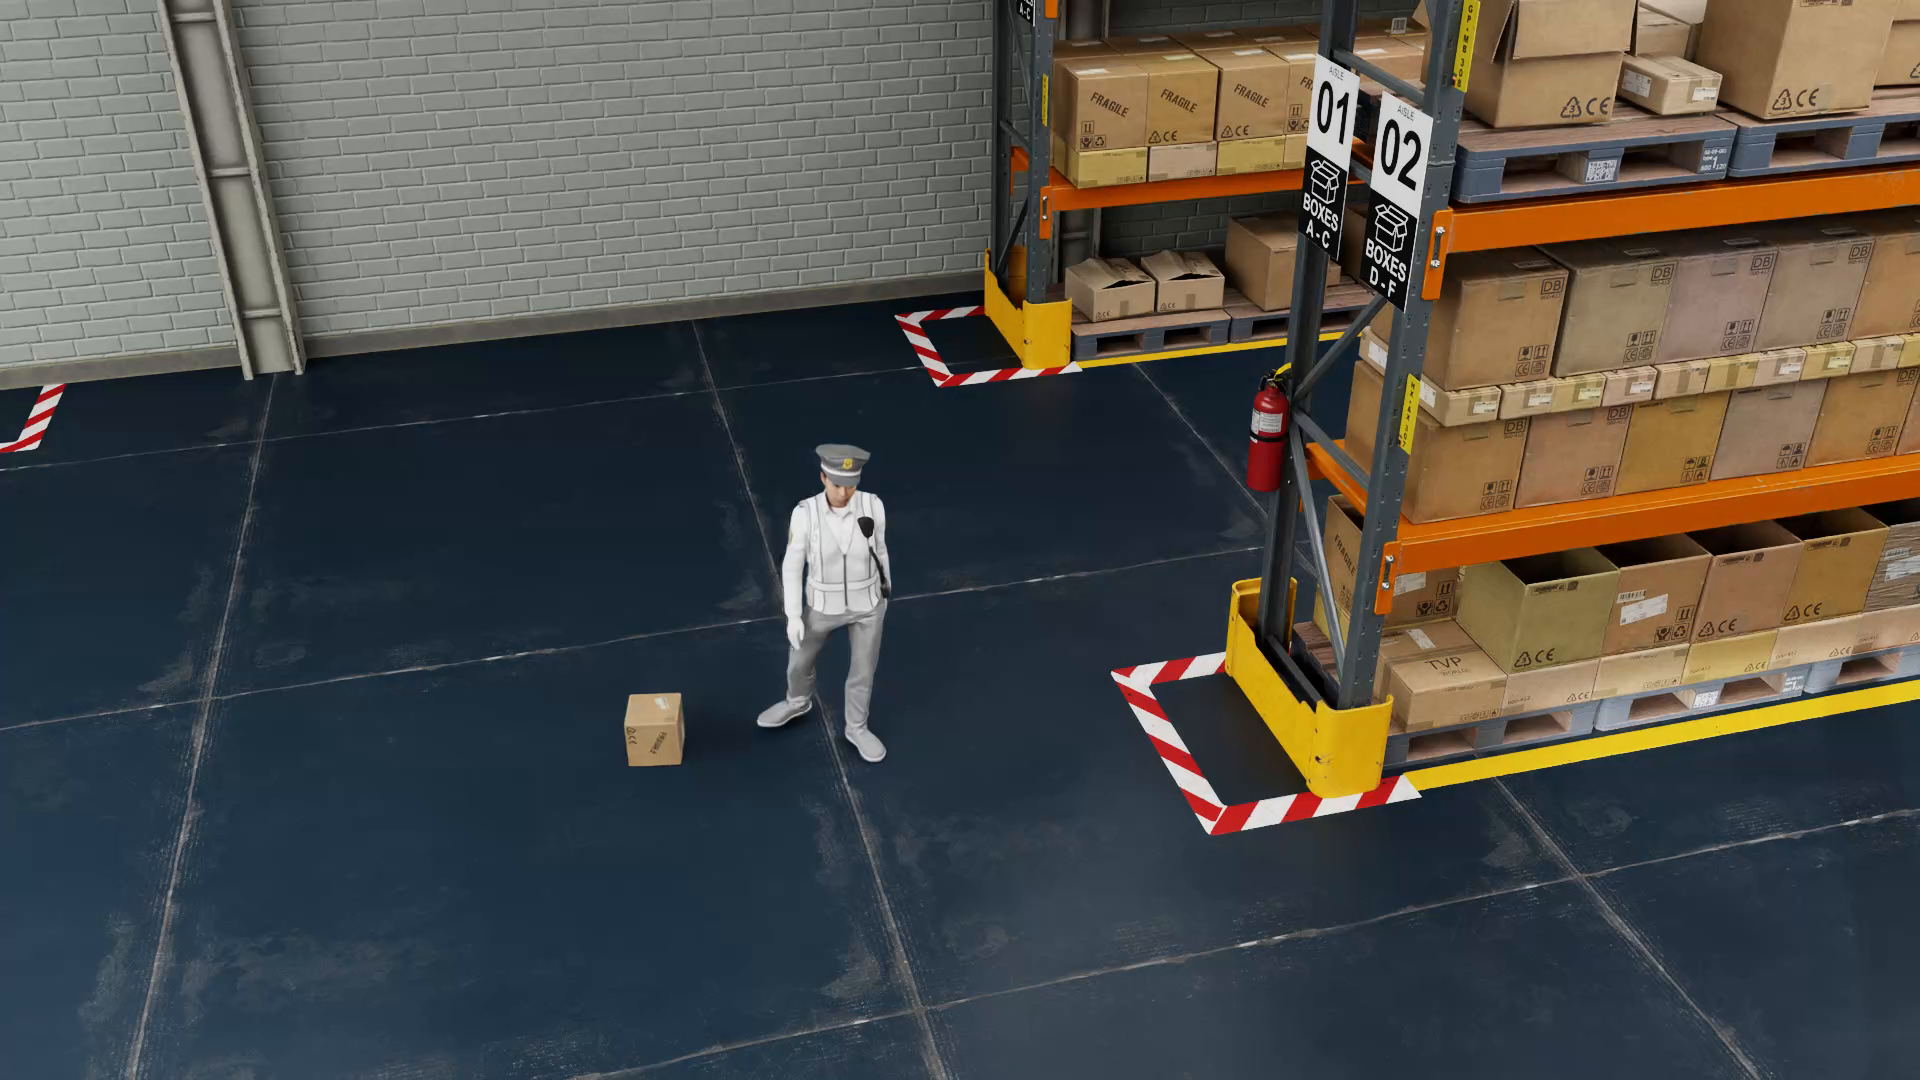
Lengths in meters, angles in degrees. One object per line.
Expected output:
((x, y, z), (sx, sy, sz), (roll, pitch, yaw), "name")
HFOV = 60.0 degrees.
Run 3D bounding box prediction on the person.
((-0.654, 0.277, 7.753), (0.670, 1.669, 0.483), (-3, 31, -6), "person")
